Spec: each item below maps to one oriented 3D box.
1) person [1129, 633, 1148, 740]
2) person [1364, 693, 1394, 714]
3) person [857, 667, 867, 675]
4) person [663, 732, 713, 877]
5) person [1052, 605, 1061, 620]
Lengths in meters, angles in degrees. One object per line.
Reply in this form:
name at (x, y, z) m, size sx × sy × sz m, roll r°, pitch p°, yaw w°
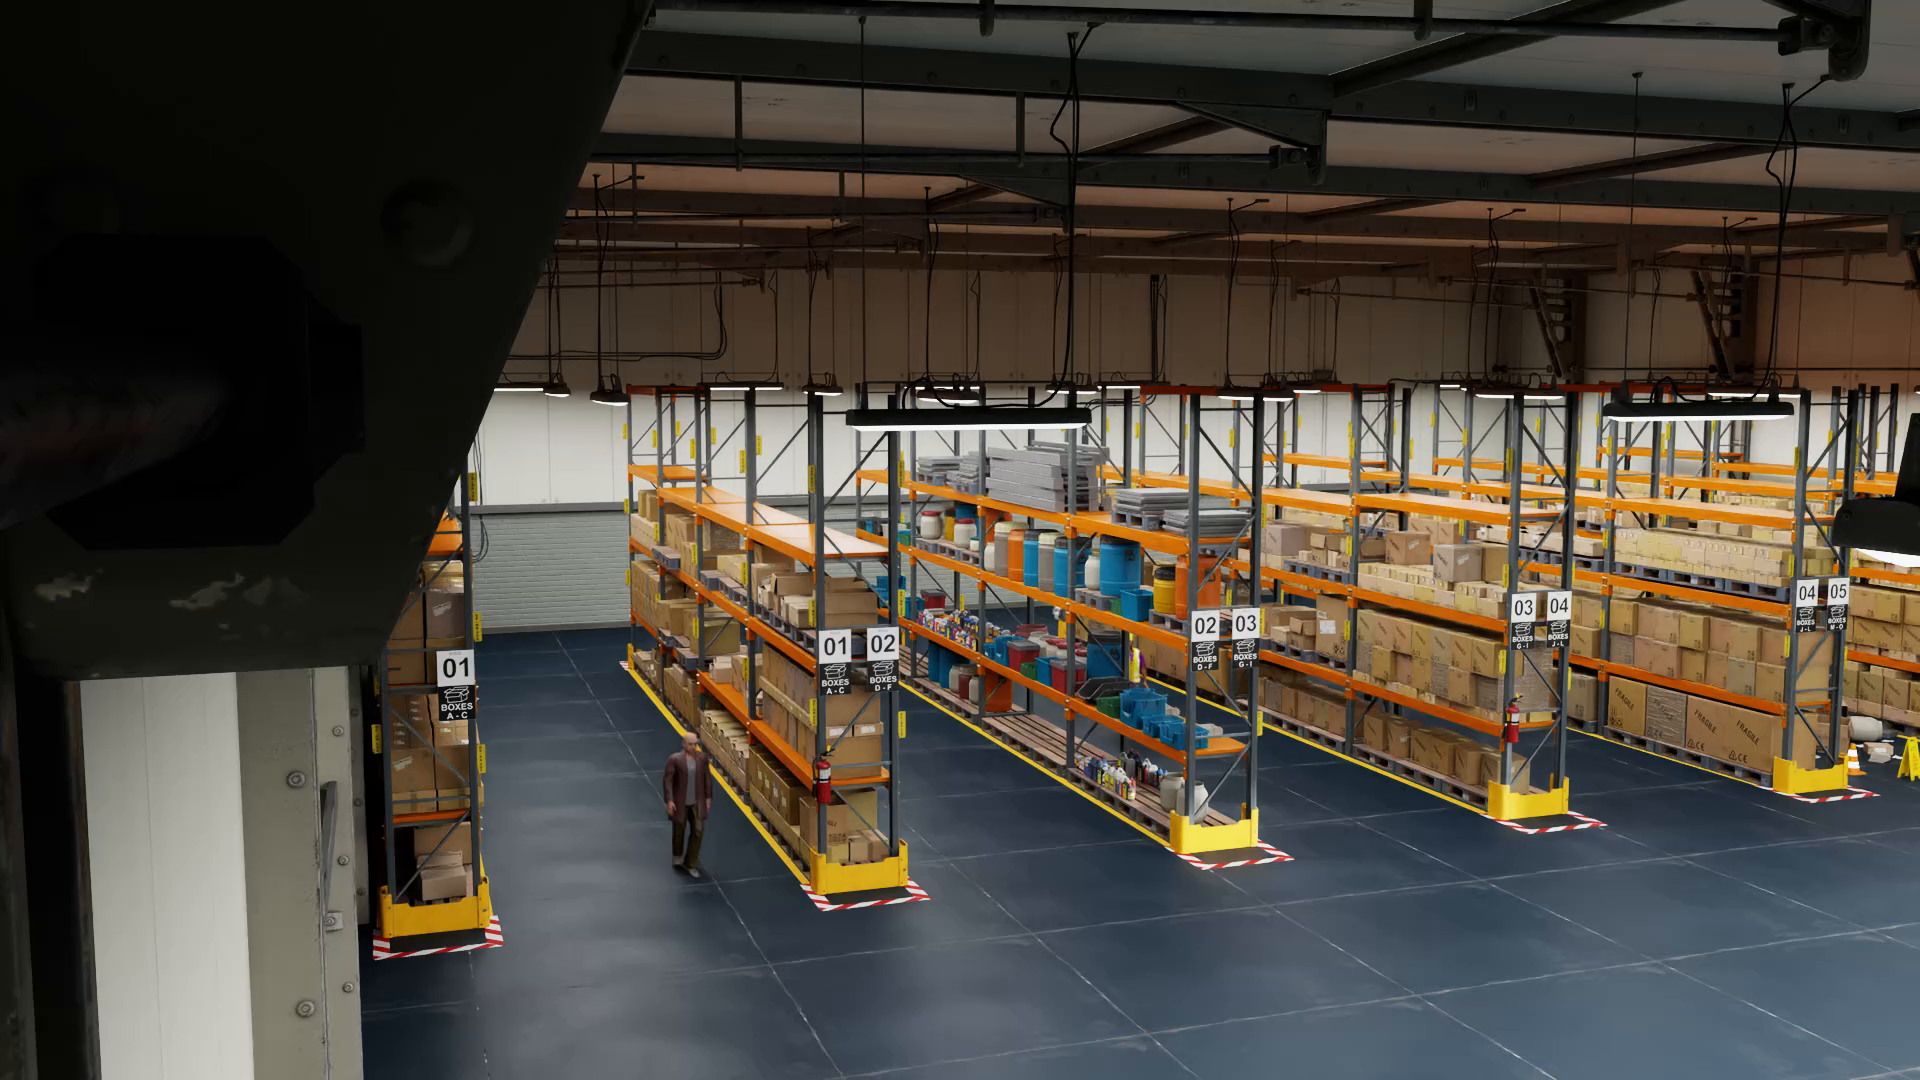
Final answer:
person at (2.950, 2.494, 28.711) m, size 0.582 × 1.765 × 0.834 m, roll -2°, pitch 6°, yaw -15°
person at (7.559, 2.437, 29.980) m, size 0.481 × 1.560 × 0.918 m, roll -1°, pitch 6°, yaw -7°
person at (-1.852, 2.104, 31.021) m, size 0.519 × 1.549 × 0.749 m, roll -4°, pitch 7°, yaw -34°
person at (-3.418, 3.326, 20.972) m, size 0.675 × 1.816 × 0.729 m, roll -3°, pitch 7°, yaw -26°
person at (2.409, 1.114, 41.981) m, size 0.566 × 1.722 × 1.125 m, roll 1°, pitch 6°, yaw 14°
